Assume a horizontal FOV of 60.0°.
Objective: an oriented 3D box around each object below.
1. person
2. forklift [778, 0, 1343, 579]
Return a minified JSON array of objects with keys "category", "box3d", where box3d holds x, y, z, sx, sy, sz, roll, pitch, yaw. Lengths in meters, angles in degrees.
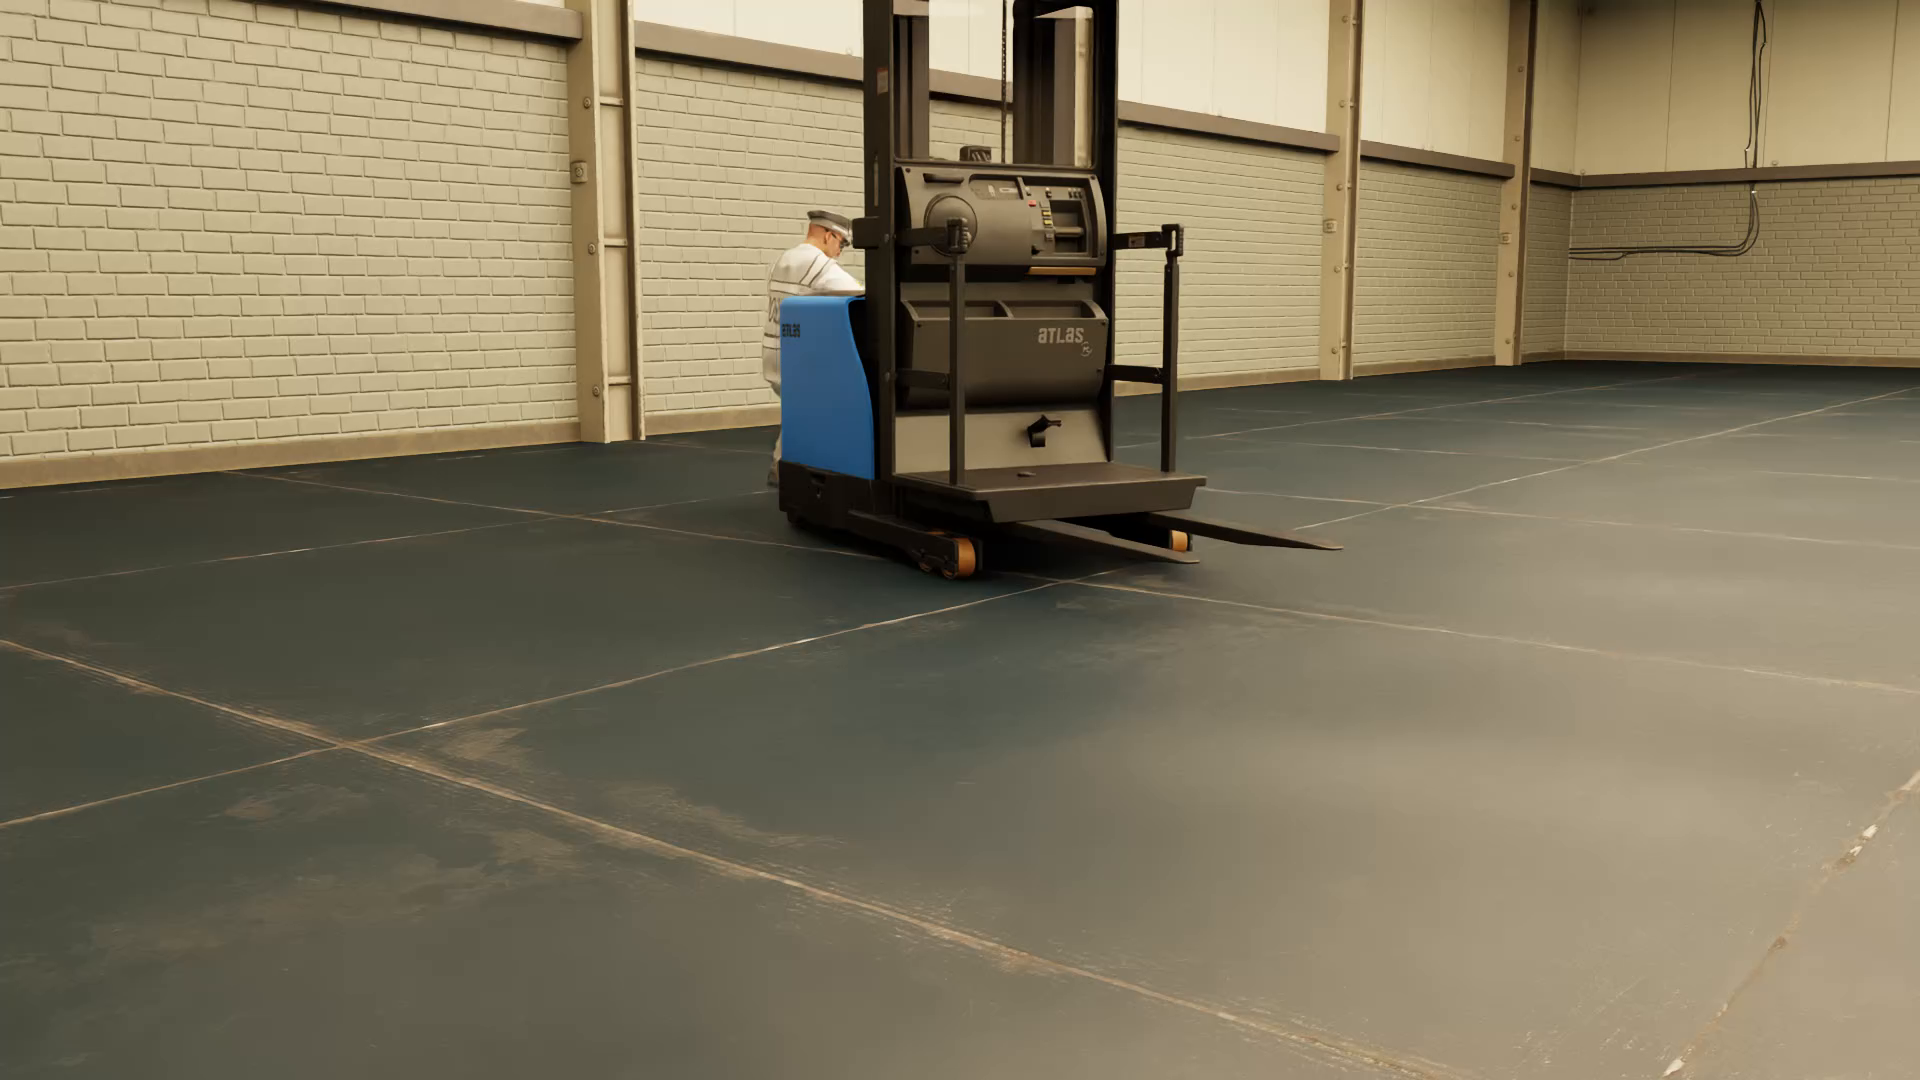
[{"category":"person","box3d":[-0.661,-0.962,8.752,0.760,1.514,1.067,-6,11,-38]},{"category":"forklift","box3d":[0.294,-1.373,6.664,1.130,2.935,3.031,-5,9,-28]}]
